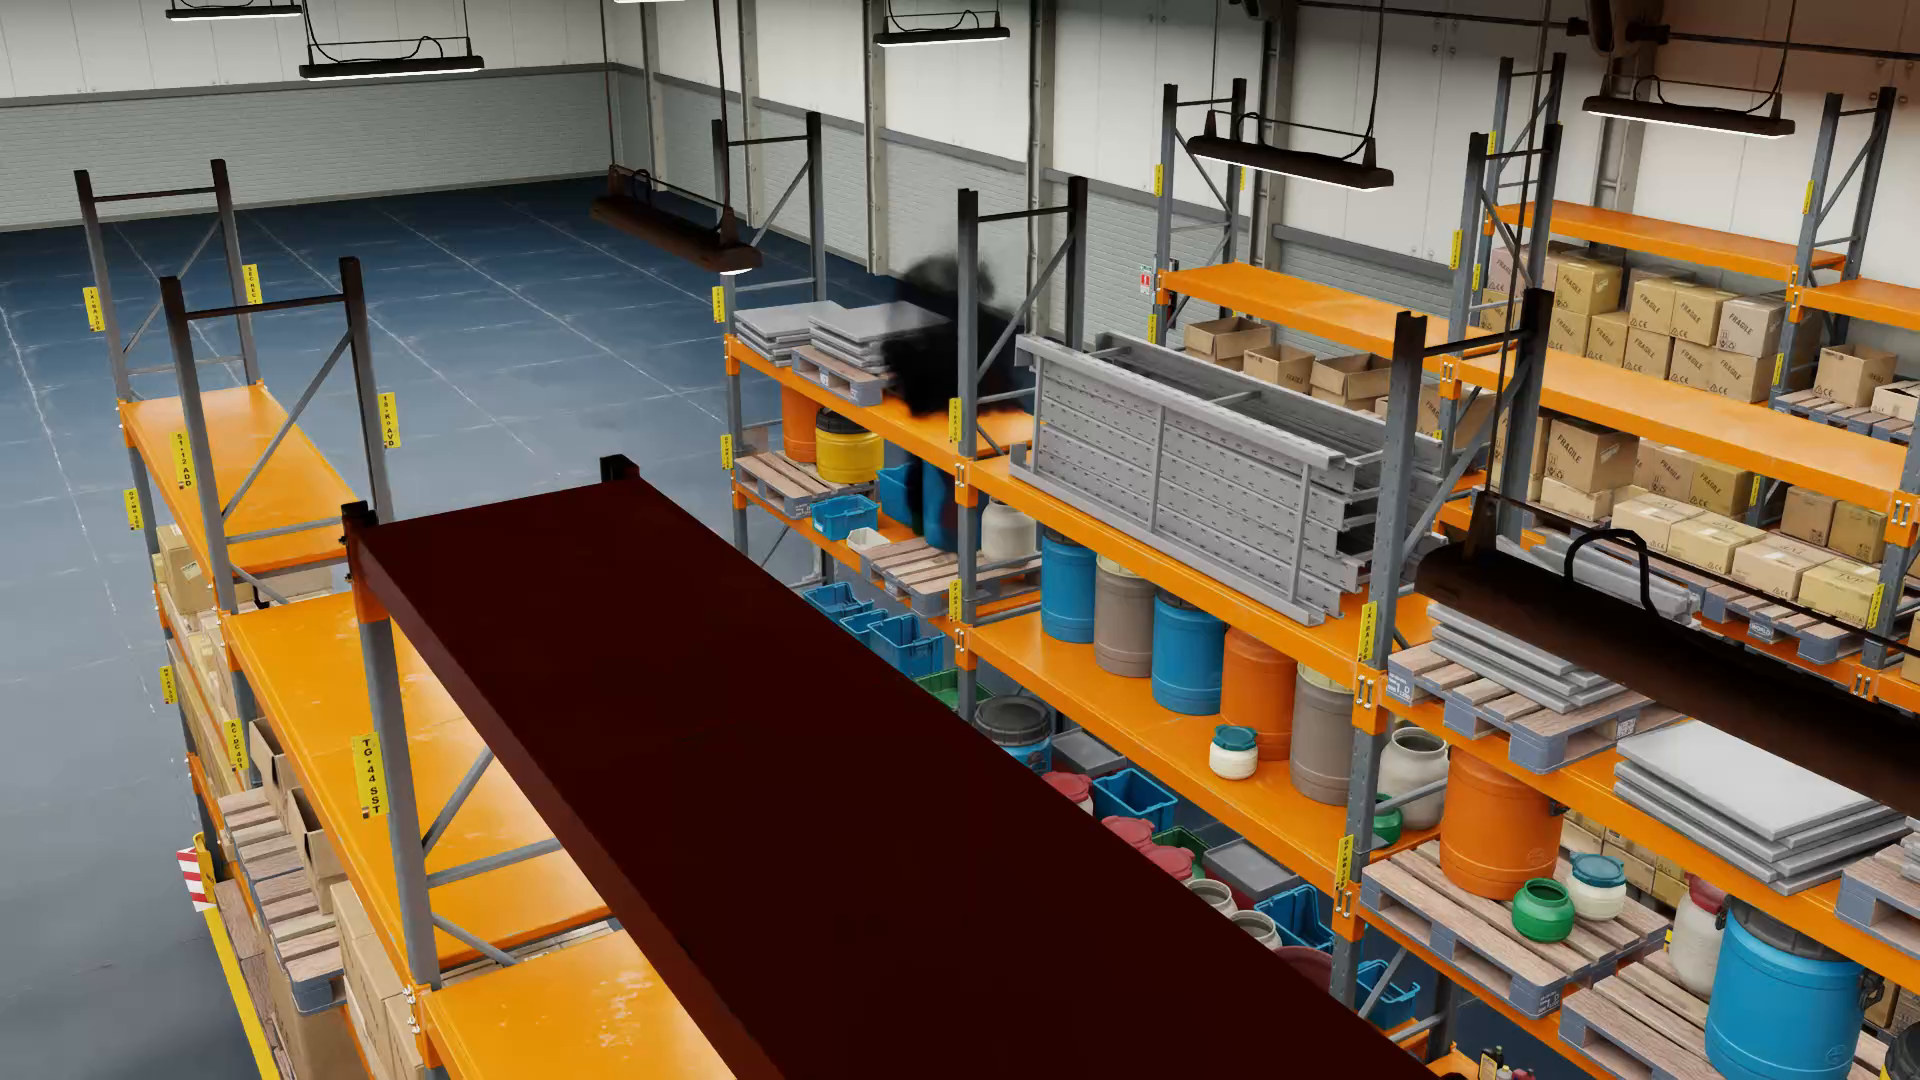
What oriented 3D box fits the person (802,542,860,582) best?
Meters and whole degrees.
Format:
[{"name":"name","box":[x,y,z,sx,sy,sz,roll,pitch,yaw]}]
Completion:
[{"name":"person","box":[-1.491,-0.306,19.802,0.870,1.795,0.652,1,22,3]}]
